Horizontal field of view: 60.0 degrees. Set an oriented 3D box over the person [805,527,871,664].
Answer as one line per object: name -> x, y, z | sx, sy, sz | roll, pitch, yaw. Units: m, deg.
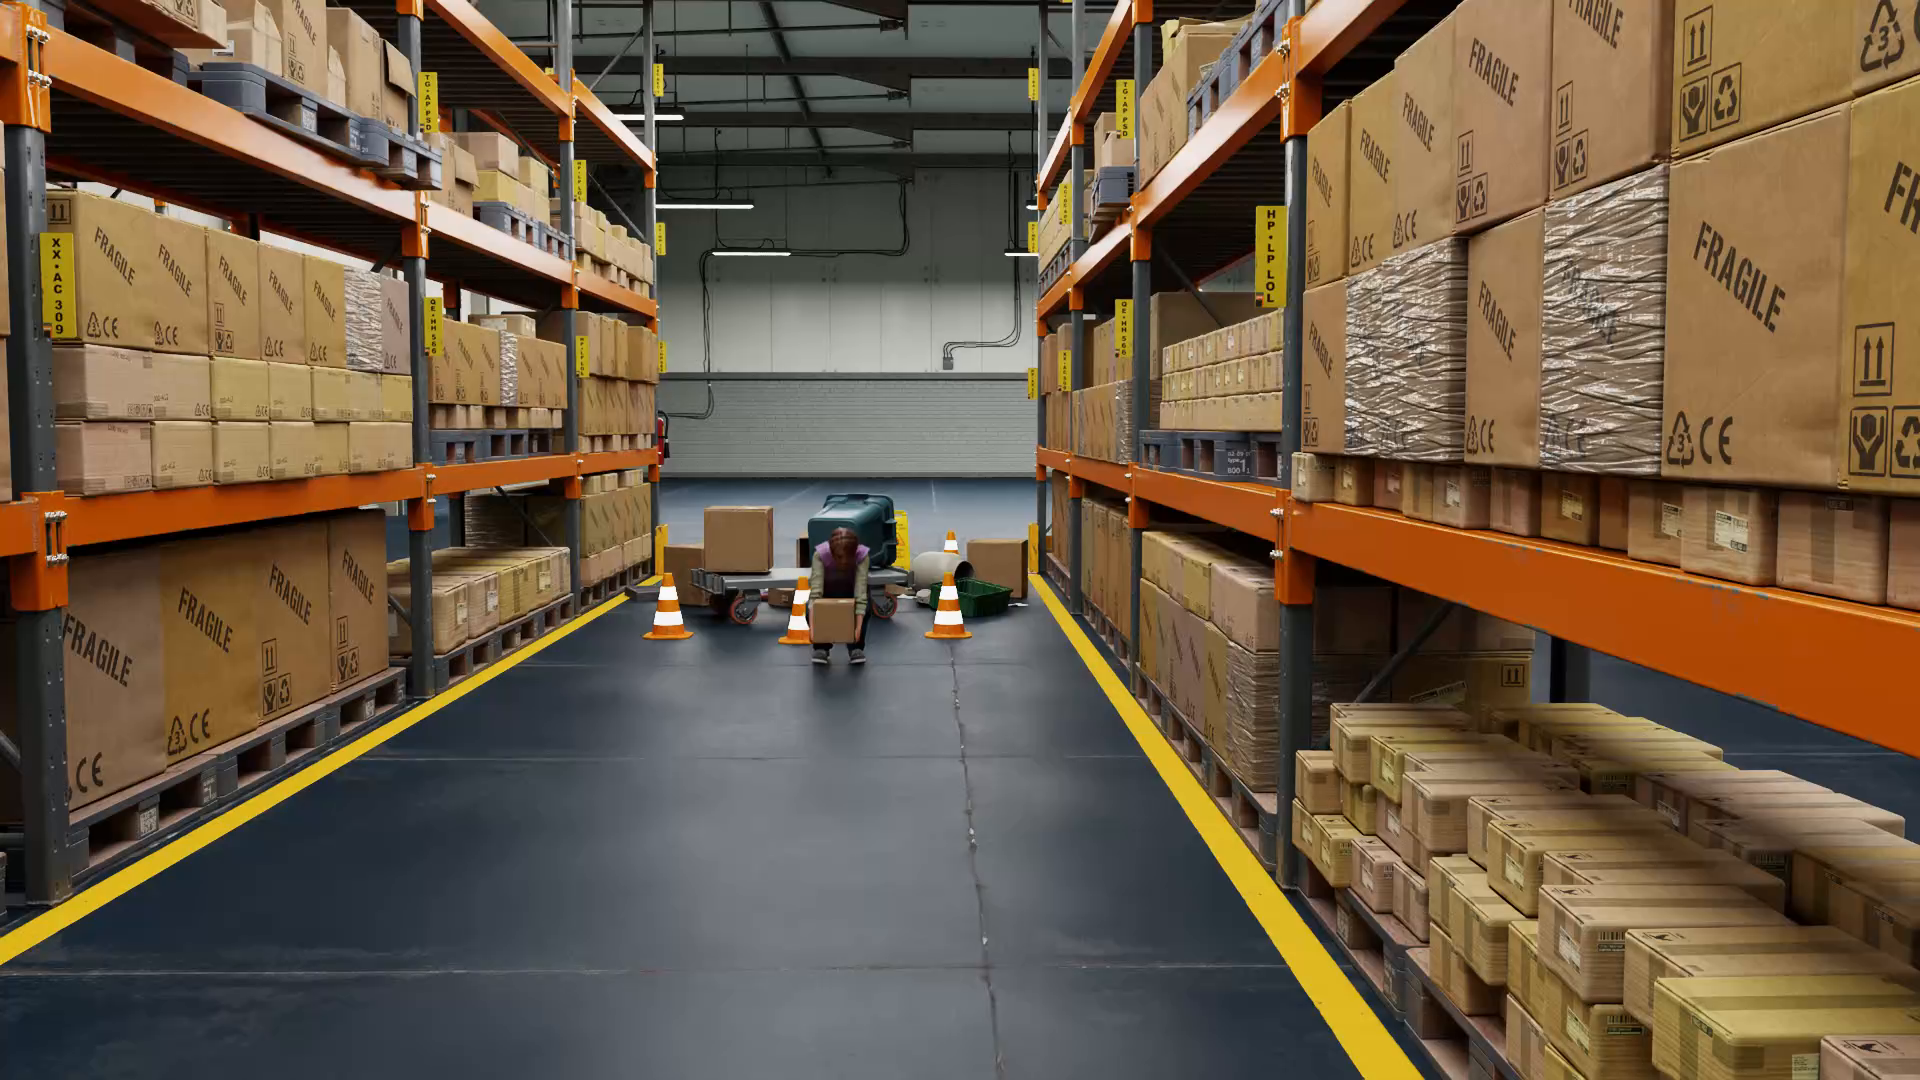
person -> -0.782, 0.361, 10.653 | 0.420, 0.895, 0.831 | 0, 4, -3
